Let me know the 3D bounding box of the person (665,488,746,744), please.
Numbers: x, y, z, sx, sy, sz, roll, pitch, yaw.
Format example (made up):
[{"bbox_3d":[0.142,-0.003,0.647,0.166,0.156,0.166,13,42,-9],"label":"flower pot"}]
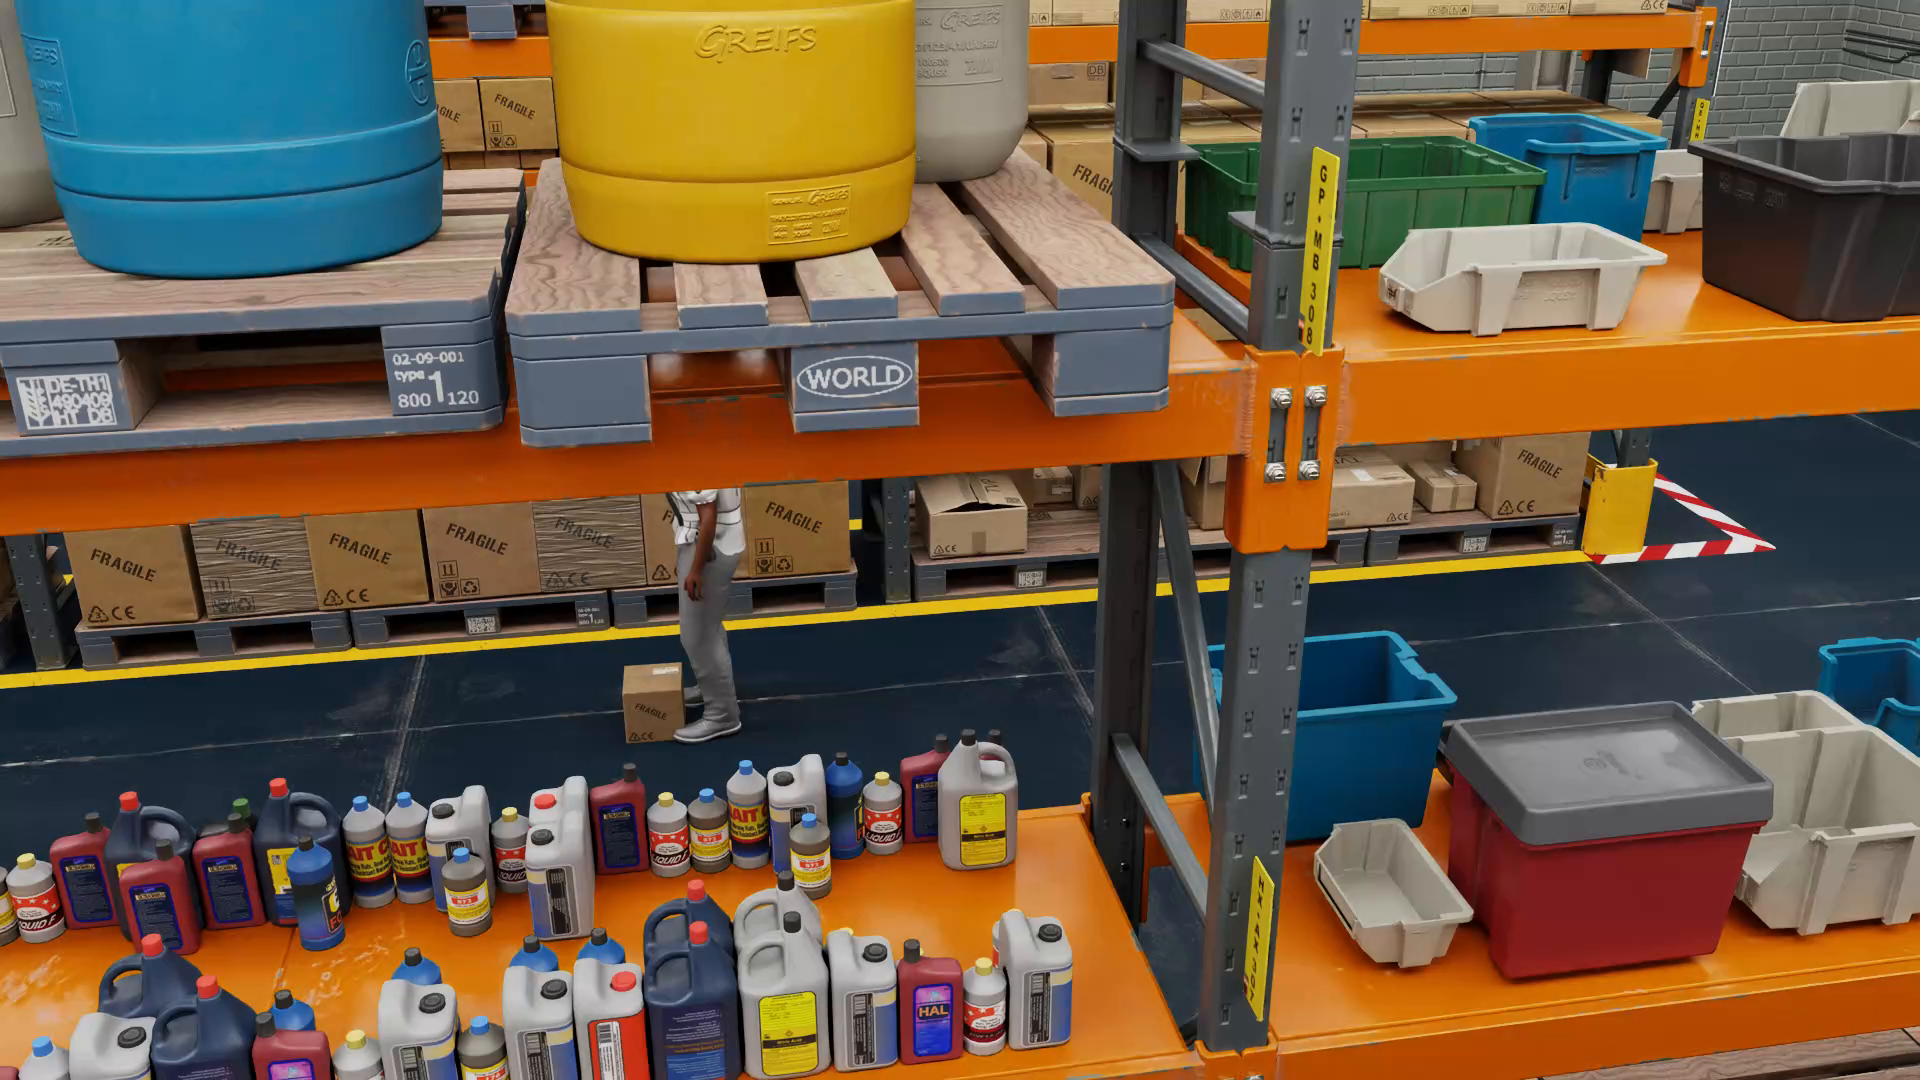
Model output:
[{"bbox_3d":[-1.105,0.041,7.007,0.399,1.657,0.512,-4,24,-10],"label":"person"}]
